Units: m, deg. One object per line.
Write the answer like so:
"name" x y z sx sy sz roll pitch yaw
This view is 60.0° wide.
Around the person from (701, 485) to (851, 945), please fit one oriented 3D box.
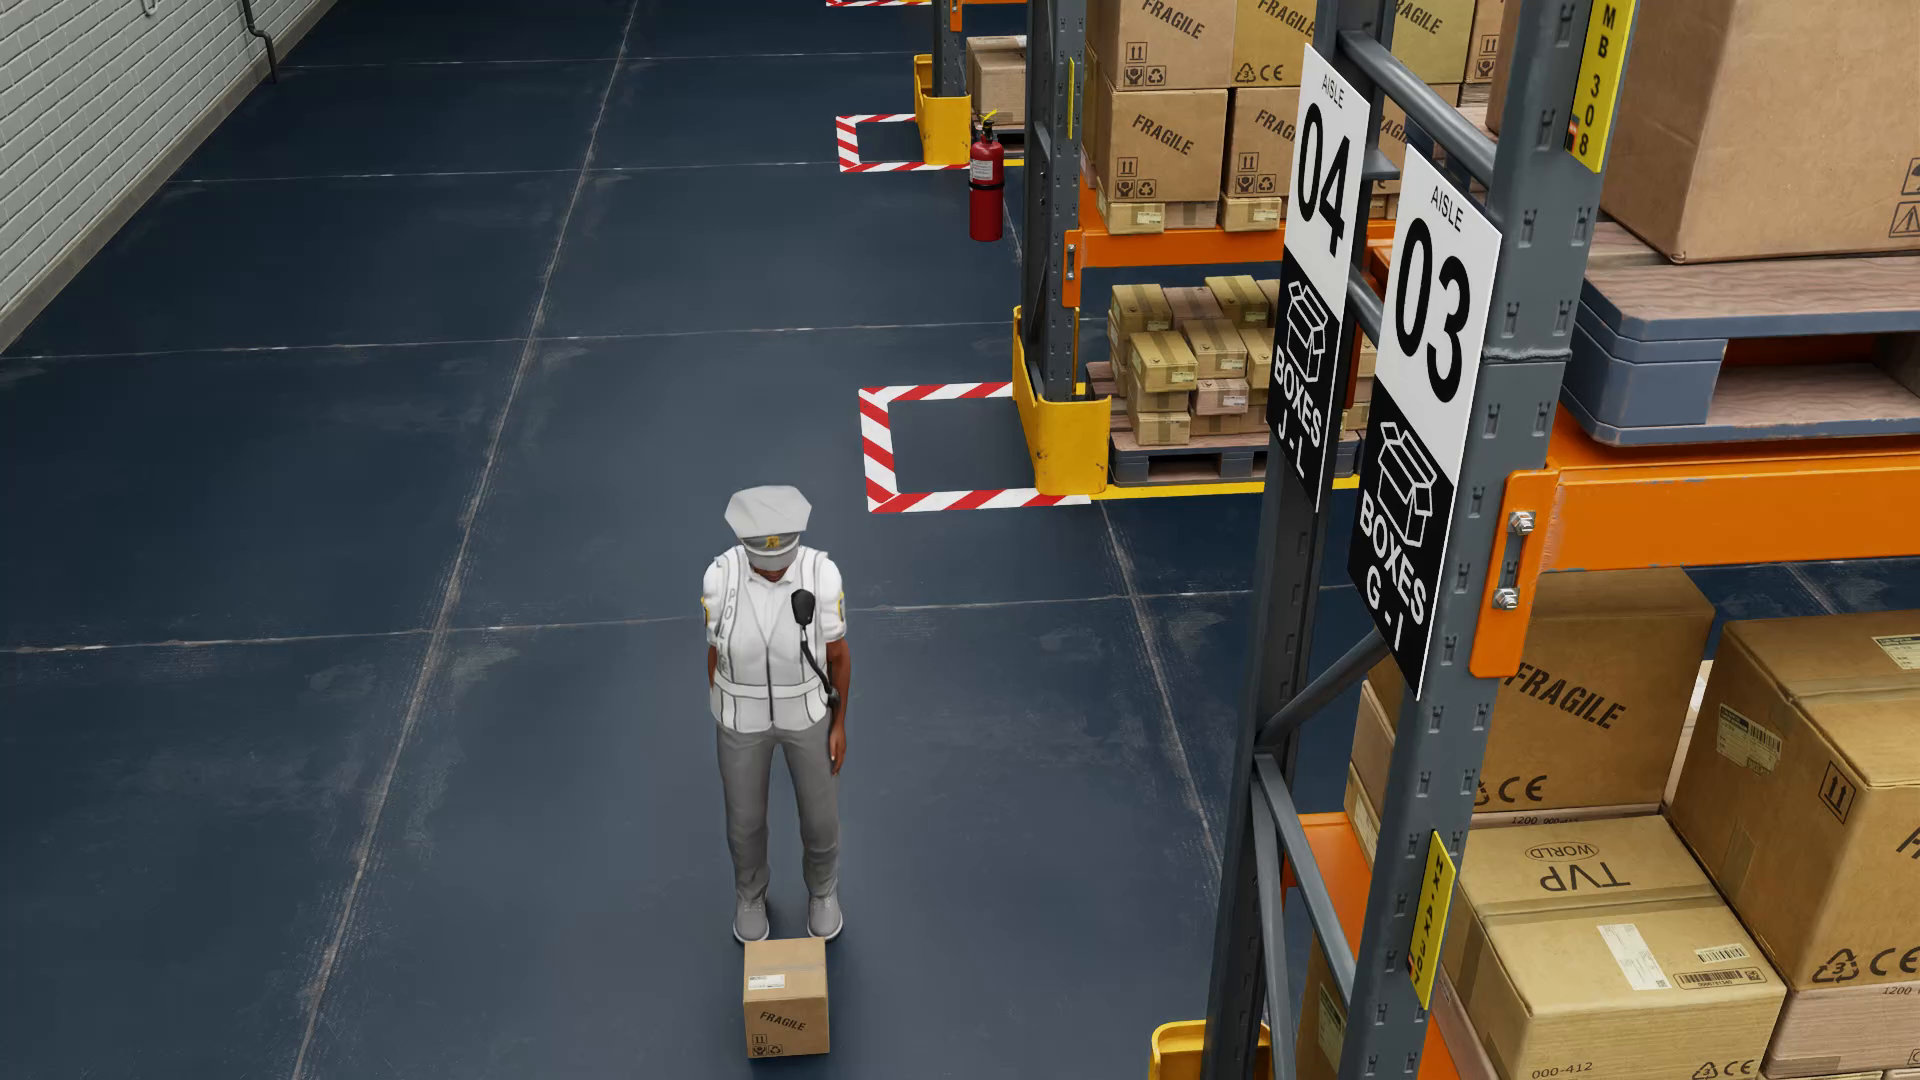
"person" -0.557 0.568 5.221 0.443 1.651 0.351 -2 31 -4
